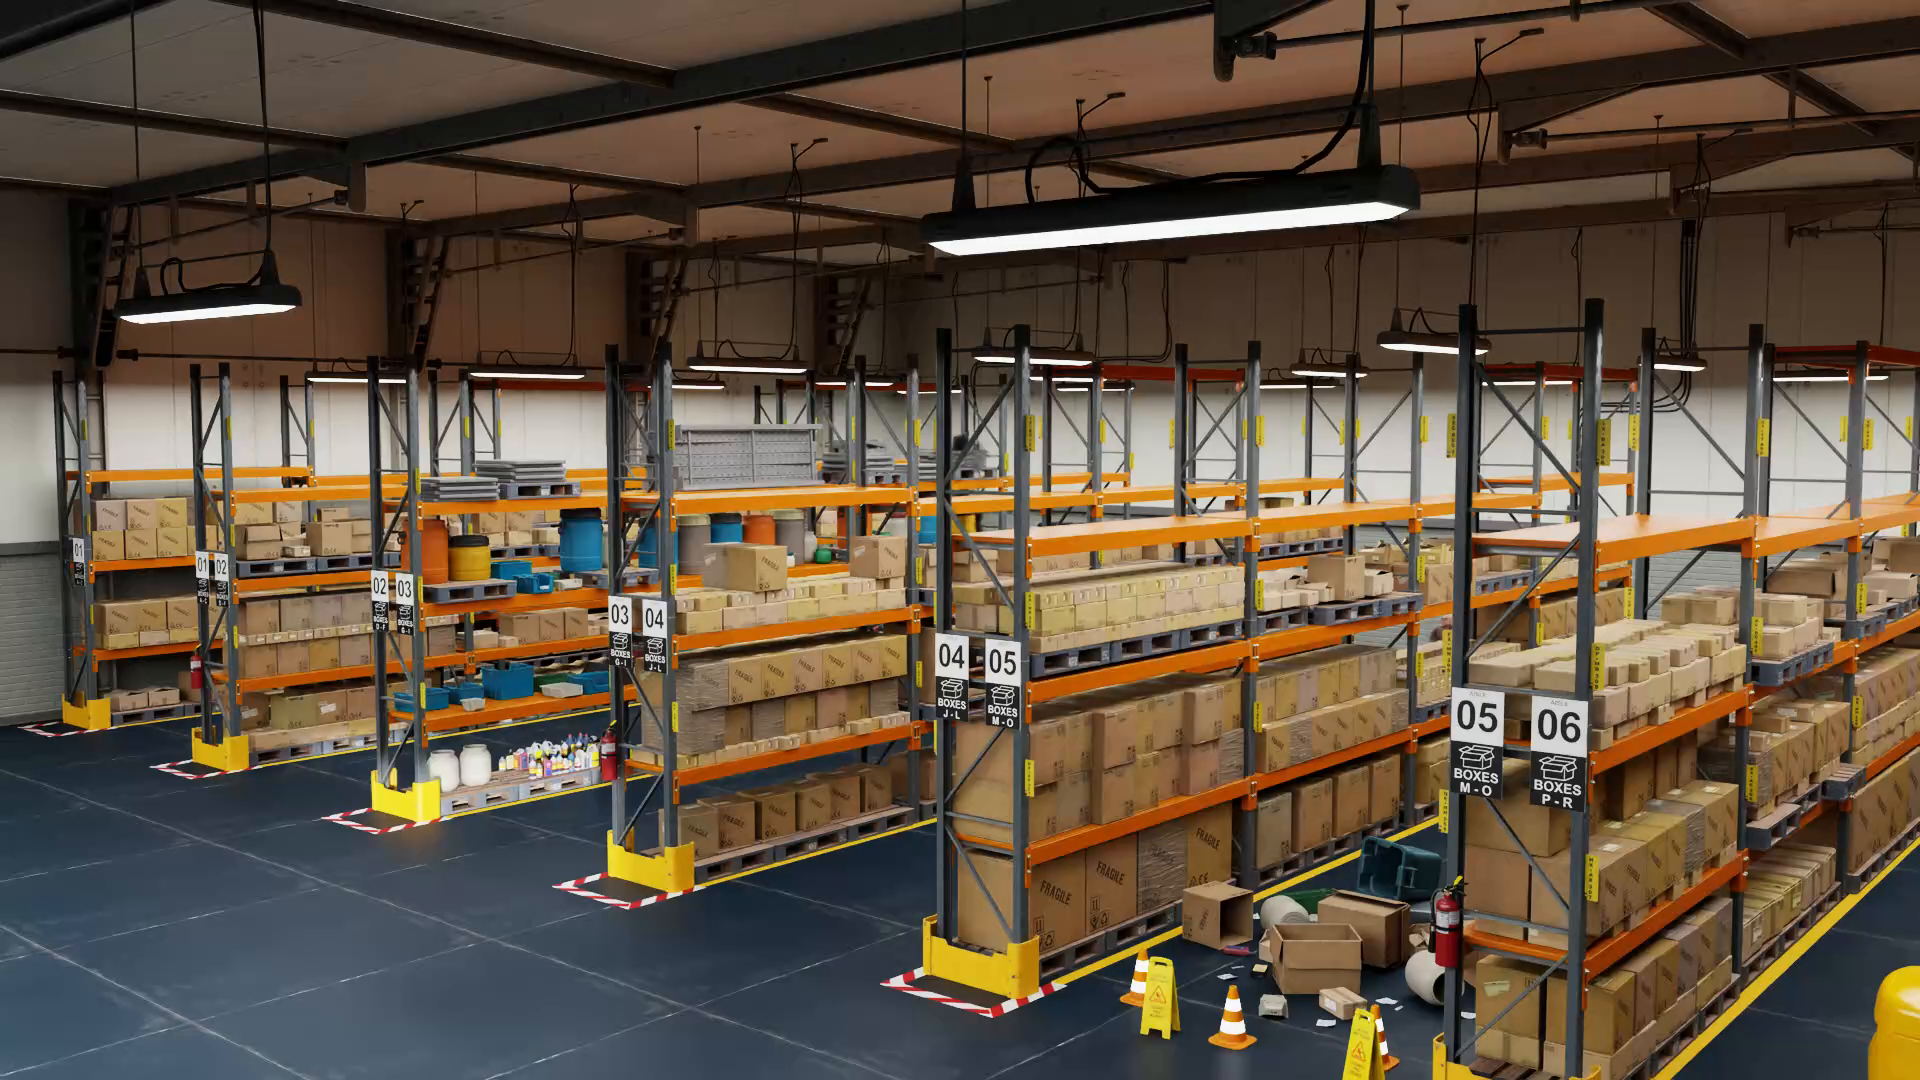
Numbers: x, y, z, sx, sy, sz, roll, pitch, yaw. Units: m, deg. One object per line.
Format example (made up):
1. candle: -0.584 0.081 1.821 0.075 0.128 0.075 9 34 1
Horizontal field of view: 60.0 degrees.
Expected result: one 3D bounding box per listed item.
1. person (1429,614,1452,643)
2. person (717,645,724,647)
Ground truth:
1. person: 8.607 2.166 29.366 0.685 1.780 0.845 3 5 40
2. person: -4.024 2.181 29.936 0.599 1.662 0.941 2 5 24
